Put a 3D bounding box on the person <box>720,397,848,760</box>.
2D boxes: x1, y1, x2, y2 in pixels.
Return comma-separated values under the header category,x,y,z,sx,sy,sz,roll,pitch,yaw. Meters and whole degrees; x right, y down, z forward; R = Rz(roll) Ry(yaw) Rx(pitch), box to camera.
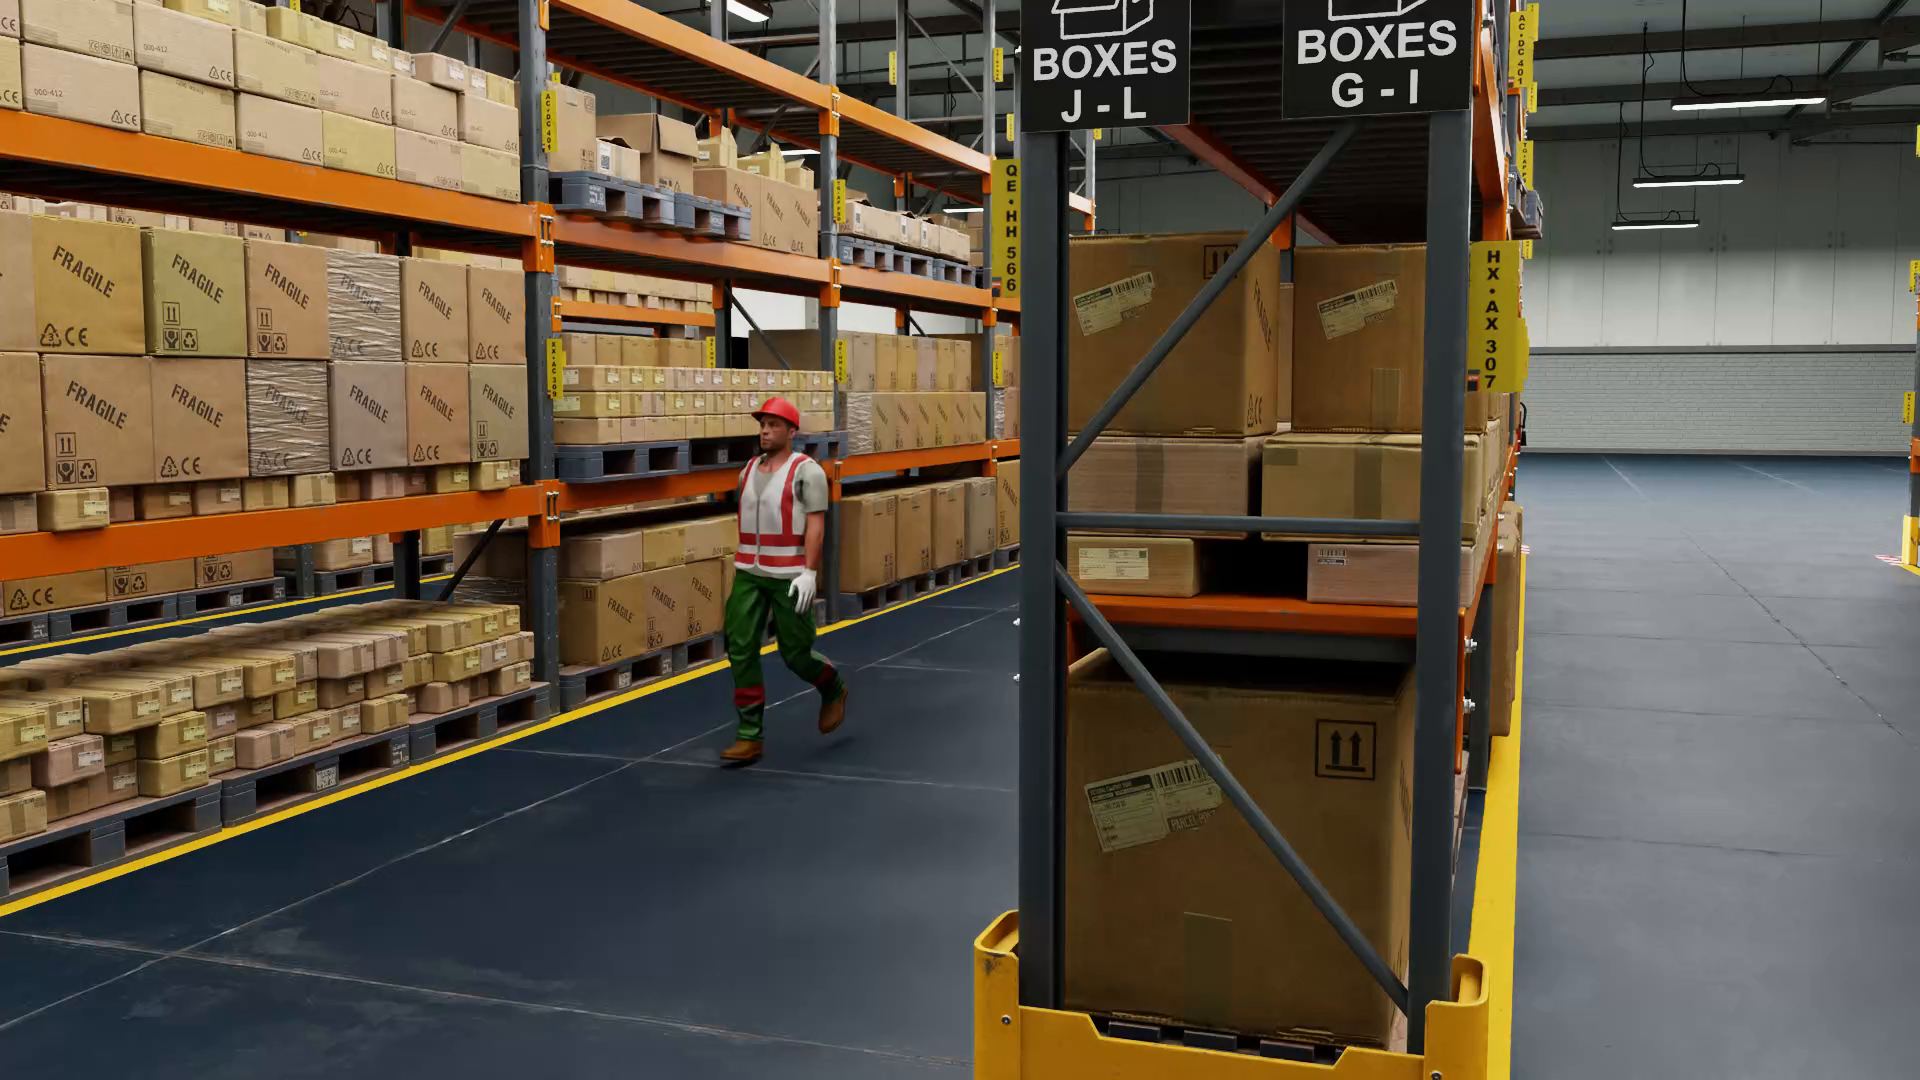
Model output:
category,x,y,z,sx,sy,sz,roll,pitch,yaw
person,-0.888,0.178,8.236,0.531,1.768,0.842,3,6,27
